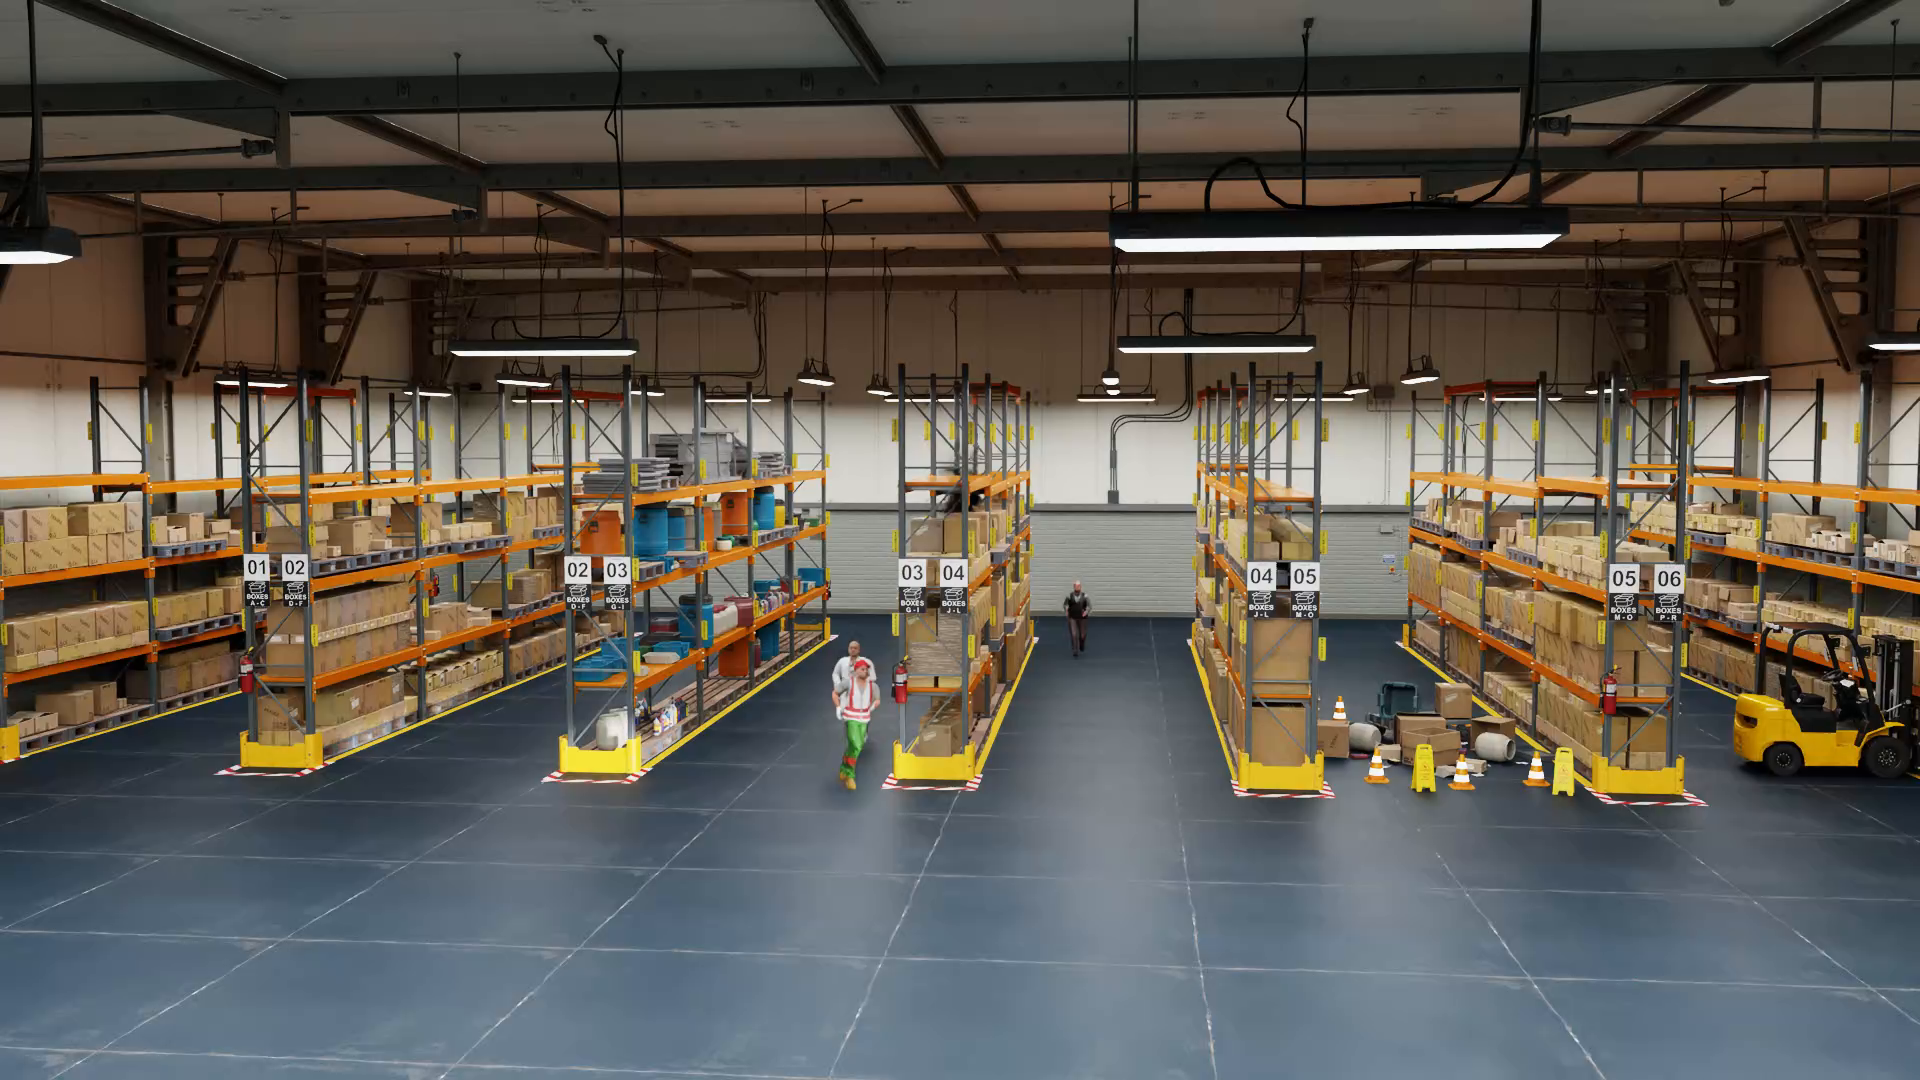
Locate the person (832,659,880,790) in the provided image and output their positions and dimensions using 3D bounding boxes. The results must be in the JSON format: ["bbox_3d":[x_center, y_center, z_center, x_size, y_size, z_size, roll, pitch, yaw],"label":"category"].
[{"bbox_3d":[-1.440,2.597,23.646,0.629,1.813,0.739,-2,4,-31],"label":"person"}]

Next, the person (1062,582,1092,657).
[{"bbox_3d":[2.623,1.771,37.323,0.661,1.675,0.647,0,4,4],"label":"person"}]

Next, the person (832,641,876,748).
[{"bbox_3d":[-1.671,2.561,26.109,0.716,1.529,0.835,0,4,5],"label":"person"}]

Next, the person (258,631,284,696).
[{"bbox_3d":[-12.090,2.234,29.368,0.765,1.752,0.609,0,4,-1],"label":"person"}]
